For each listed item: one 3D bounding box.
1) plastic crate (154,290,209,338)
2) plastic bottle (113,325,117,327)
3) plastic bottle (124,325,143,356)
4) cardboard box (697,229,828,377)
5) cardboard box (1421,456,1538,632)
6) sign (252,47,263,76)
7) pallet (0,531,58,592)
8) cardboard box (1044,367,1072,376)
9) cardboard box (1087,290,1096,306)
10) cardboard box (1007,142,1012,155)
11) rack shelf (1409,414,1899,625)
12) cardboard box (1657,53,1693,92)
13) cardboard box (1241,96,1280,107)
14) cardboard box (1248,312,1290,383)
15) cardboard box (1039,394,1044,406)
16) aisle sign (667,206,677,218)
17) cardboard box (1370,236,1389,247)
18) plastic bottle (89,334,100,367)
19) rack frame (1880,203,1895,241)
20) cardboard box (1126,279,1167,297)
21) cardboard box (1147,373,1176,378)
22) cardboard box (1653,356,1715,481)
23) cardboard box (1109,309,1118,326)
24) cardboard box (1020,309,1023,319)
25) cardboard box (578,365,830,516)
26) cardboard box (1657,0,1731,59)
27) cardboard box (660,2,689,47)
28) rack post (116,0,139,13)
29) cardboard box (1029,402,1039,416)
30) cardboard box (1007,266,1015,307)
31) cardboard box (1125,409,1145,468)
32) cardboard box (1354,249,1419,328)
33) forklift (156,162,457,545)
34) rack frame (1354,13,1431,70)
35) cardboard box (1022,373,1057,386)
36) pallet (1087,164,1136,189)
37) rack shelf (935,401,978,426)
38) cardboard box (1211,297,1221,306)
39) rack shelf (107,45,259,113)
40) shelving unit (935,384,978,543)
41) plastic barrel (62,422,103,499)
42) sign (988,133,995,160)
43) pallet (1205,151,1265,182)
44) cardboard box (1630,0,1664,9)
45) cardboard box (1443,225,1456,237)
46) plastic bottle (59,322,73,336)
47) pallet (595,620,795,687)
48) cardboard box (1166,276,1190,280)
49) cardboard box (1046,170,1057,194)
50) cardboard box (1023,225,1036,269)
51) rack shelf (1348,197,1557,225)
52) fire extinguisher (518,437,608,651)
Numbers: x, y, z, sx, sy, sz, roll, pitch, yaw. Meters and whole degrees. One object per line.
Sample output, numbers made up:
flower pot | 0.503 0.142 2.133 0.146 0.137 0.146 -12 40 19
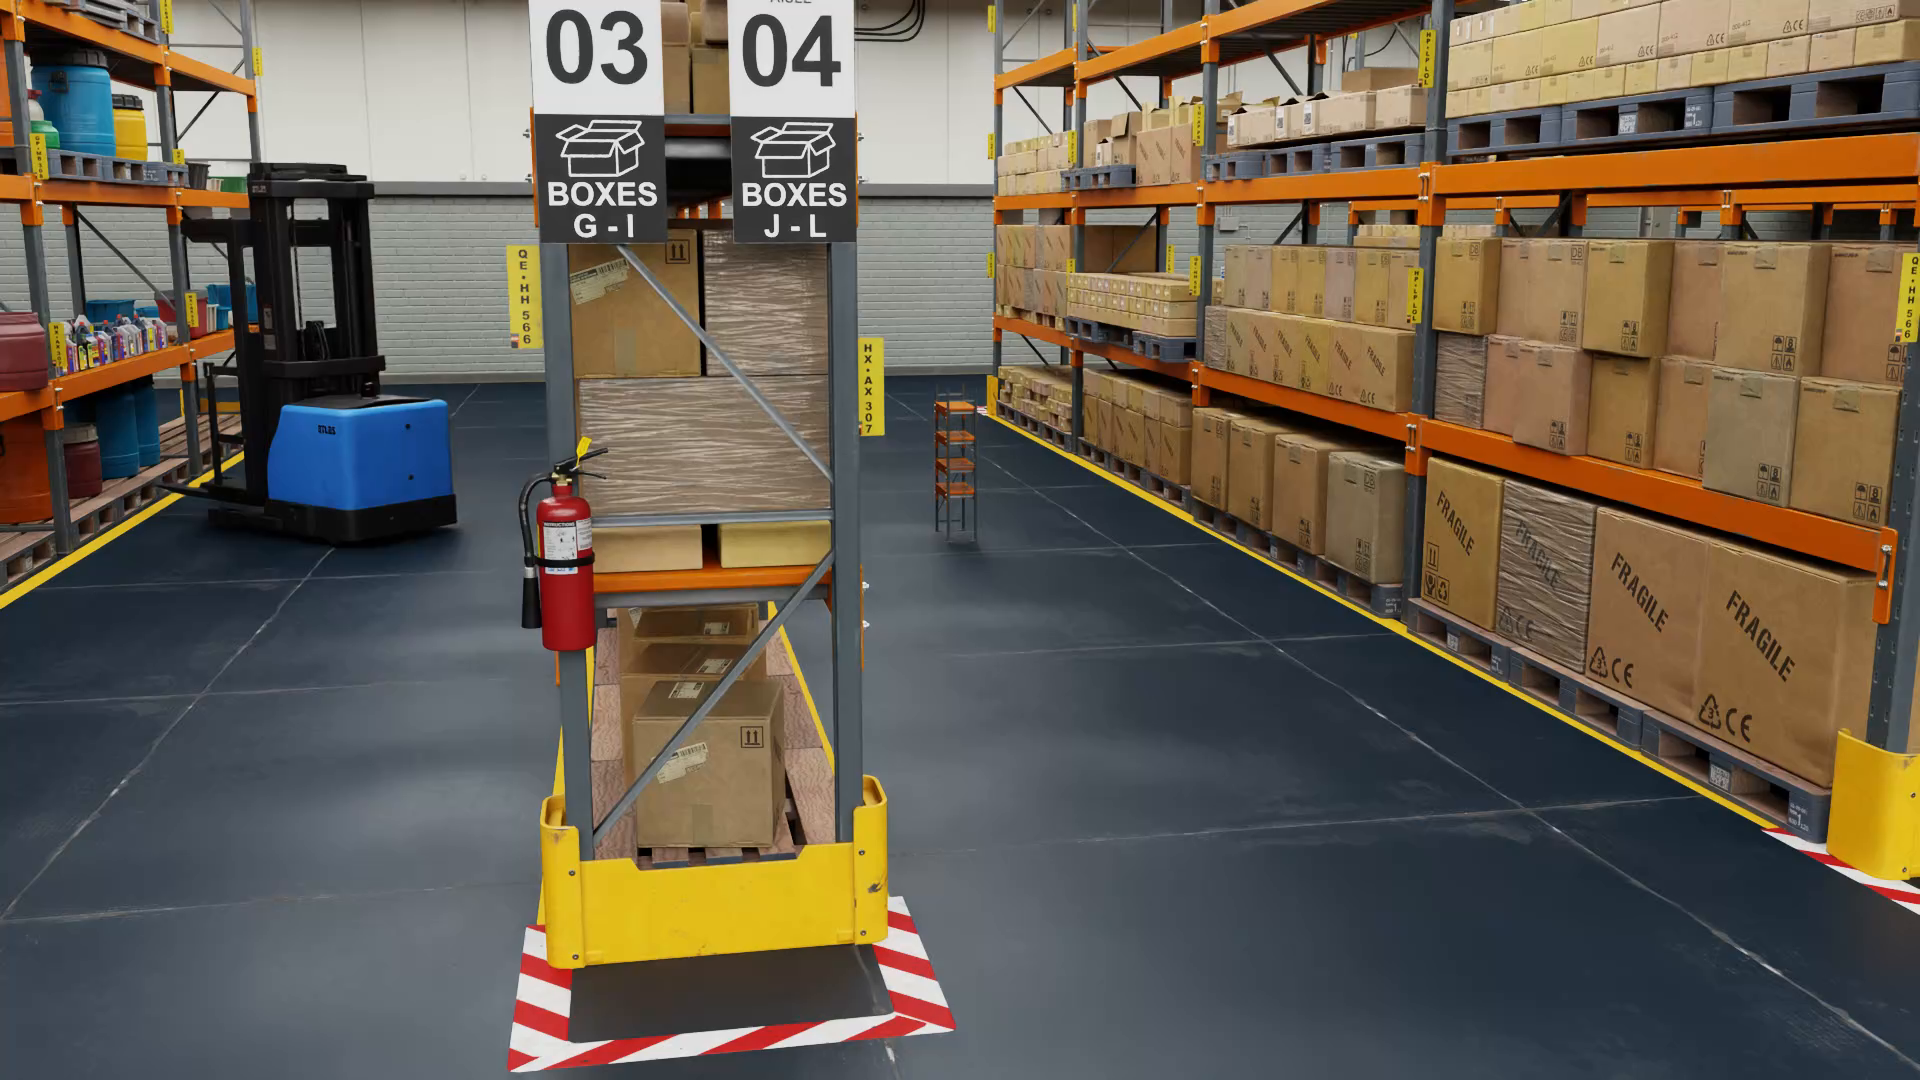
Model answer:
plastic crate | -7.955 -2.320 17.029 0.402 0.464 0.583 -2 11 -11
plastic bottle | -7.584 -1.795 14.947 0.097 0.271 0.097 0 11 0
plastic bottle | -7.465 -1.805 14.988 0.152 0.276 0.135 -2 11 -11
cardboard box | -0.675 -0.862 5.967 0.500 0.500 0.500 -2 11 -11
cardboard box | 3.325 -0.005 9.761 0.875 0.875 0.875 -2 11 -10
sign | -8.269 -5.631 19.577 0.100 0.325 0.005 -2 11 -11
pallet | -7.137 0.161 11.785 1.003 0.211 1.213 -2 11 -11
cardboard box | 1.282 -2.123 21.241 0.380 0.149 0.250 -2 11 -10
cardboard box | 1.495 -2.425 16.670 0.380 0.149 0.250 -3 11 -13
cardboard box | 0.790 -4.835 20.553 0.380 0.149 0.250 -2 11 -11
rack shelf | 3.661 -0.240 8.361 1.077 0.370 4.000 -2 11 -11
cardboard box | 3.406 -2.114 7.541 0.380 0.149 0.250 -2 11 -11
cardboard box | 2.585 -3.772 14.653 0.396 0.266 0.258 -2 11 -11
cardboard box | 2.515 -1.465 12.606 0.500 0.500 0.500 -2 11 -11
cardboard box | 1.155 -1.669 19.649 0.380 0.149 0.250 -3 11 -14
aisle sign | -3.667 -4.301 20.817 0.394 0.787 0.004 -2 11 -11
cardboard box | 5.695 -3.707 21.711 0.500 0.500 0.500 -2 11 -13
plastic bottle | -7.192 -1.572 13.777 0.097 0.271 0.097 0 11 0
rack frame | 11.420 -2.807 19.924 1.000 3.000 0.127 -2 11 -11
cardboard box | 1.754 -2.330 15.373 0.380 0.149 0.250 -2 11 -11
cardboard box | 2.195 -1.552 16.886 0.500 0.250 0.500 -2 11 -8
cardboard box | 3.819 -0.574 7.790 0.875 0.550 0.550 -2 11 -11
cardboard box | 1.646 -2.136 15.946 0.380 0.149 0.250 -3 11 -14
cardboard box | 0.954 -2.828 20.702 0.380 0.149 0.250 -2 11 -8
cardboard box | -0.915 -0.362 6.014 0.875 0.500 0.500 -2 11 -11
cardboard box | 3.487 -2.292 7.408 0.500 0.250 0.500 -2 11 -11
cardboard box | -1.131 -1.752 5.693 0.380 0.149 0.250 -2 11 -13
rack post | -7.895 -4.840 14.761 0.937 0.300 0.954 -2 11 -12
cardboard box | 1.040 -1.576 19.957 0.380 0.149 0.250 -2 11 -11
cardboard box | 0.883 -3.167 20.750 0.500 0.500 0.500 -2 11 -11
cardboard box | 1.893 -0.975 15.861 0.500 0.500 0.500 -3 11 -14
cardboard box | 3.067 -1.686 11.090 0.700 0.500 0.500 -2 11 -12
forklift | -5.601 -1.594 13.731 3.031 2.935 1.130 7 13 34
rack frame | 5.773 -6.307 22.266 1.000 3.000 0.127 -2 11 -11
cardboard box | 0.975 -1.960 20.384 0.380 0.149 0.250 -2 11 -9
pallet | 1.936 -3.502 16.052 1.213 0.211 1.003 -2 11 -11
rack shelf | -0.032 -1.006 13.170 0.258 0.148 0.480 -2 11 -11
cardboard box | 2.487 -2.118 15.053 0.380 0.149 0.250 -2 11 -13
rack shelf | -8.417 -4.850 17.604 1.077 0.370 4.000 -2 11 -11
shelving unit | -0.032 -0.620 13.244 0.258 1.200 0.503 -2 11 -11
plastic barrel | -7.581 -0.670 14.021 0.600 0.588 0.708 -2 11 -11
sign | 0.405 -5.045 21.318 0.100 0.325 0.005 -2 11 -11
pallet | 2.671 -2.959 13.202 1.213 0.211 1.003 -2 11 -8
cardboard box | 3.354 -2.553 7.715 0.380 0.149 0.250 -2 11 -11
cardboard box | 6.045 -3.719 20.037 0.380 0.149 0.250 -2 11 -11
plastic bottle | -8.240 -1.859 15.273 0.152 0.276 0.135 -2 11 -11
pallet | -1.448 0.693 8.991 1.003 0.211 1.213 -2 11 -11
cardboard box | 2.238 -2.497 16.252 0.380 0.149 0.250 -3 11 -14
cardboard box | 1.270 -4.000 18.568 0.500 0.250 0.500 -2 11 -11
cardboard box | 1.051 -3.474 19.689 0.500 0.500 0.500 -2 11 -13
rack shelf | 6.162 -4.113 20.687 1.077 0.370 4.000 -2 11 -11
fire extinguisher | -1.265 0.011 5.325 0.296 0.674 0.183 -2 11 -11
